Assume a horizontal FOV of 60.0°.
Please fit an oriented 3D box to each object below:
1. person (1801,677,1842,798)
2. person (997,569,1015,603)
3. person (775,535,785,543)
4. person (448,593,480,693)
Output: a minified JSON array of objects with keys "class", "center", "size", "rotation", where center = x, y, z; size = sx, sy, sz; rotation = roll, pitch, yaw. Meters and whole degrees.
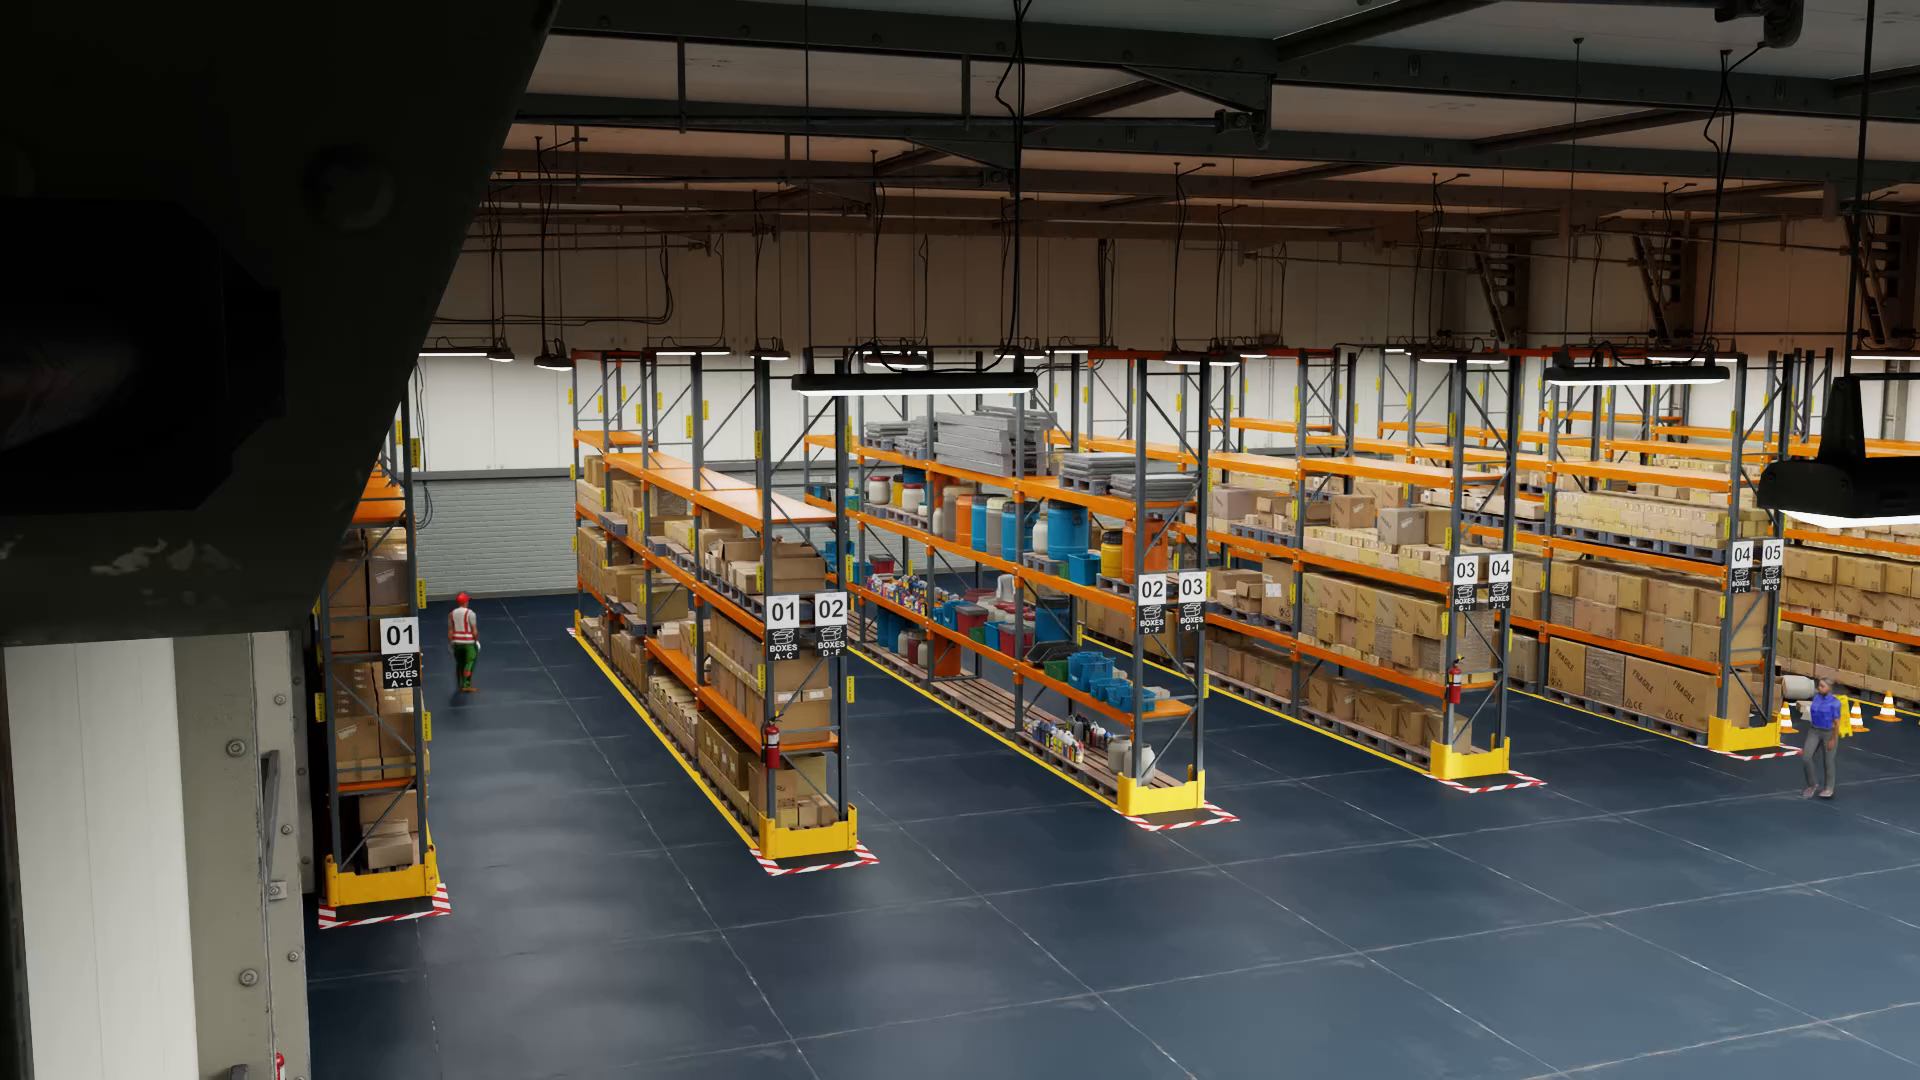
[{"class":"person","center":[11.767,2.718,22.654],"size":[0.487,1.716,0.435],"rotation":[-6,10,-42]},{"class":"person","center":[1.000,1.281,34.301],"size":[0.476,1.592,0.458],"rotation":[-3,8,-21]},{"class":"person","center":[-4.199,0.721,38.334],"size":[0.459,1.666,0.483],"rotation":[-1,7,-10]},{"class":"person","center":[-8.721,1.815,29.277],"size":[0.612,1.757,0.967],"rotation":[0,7,2]}]
